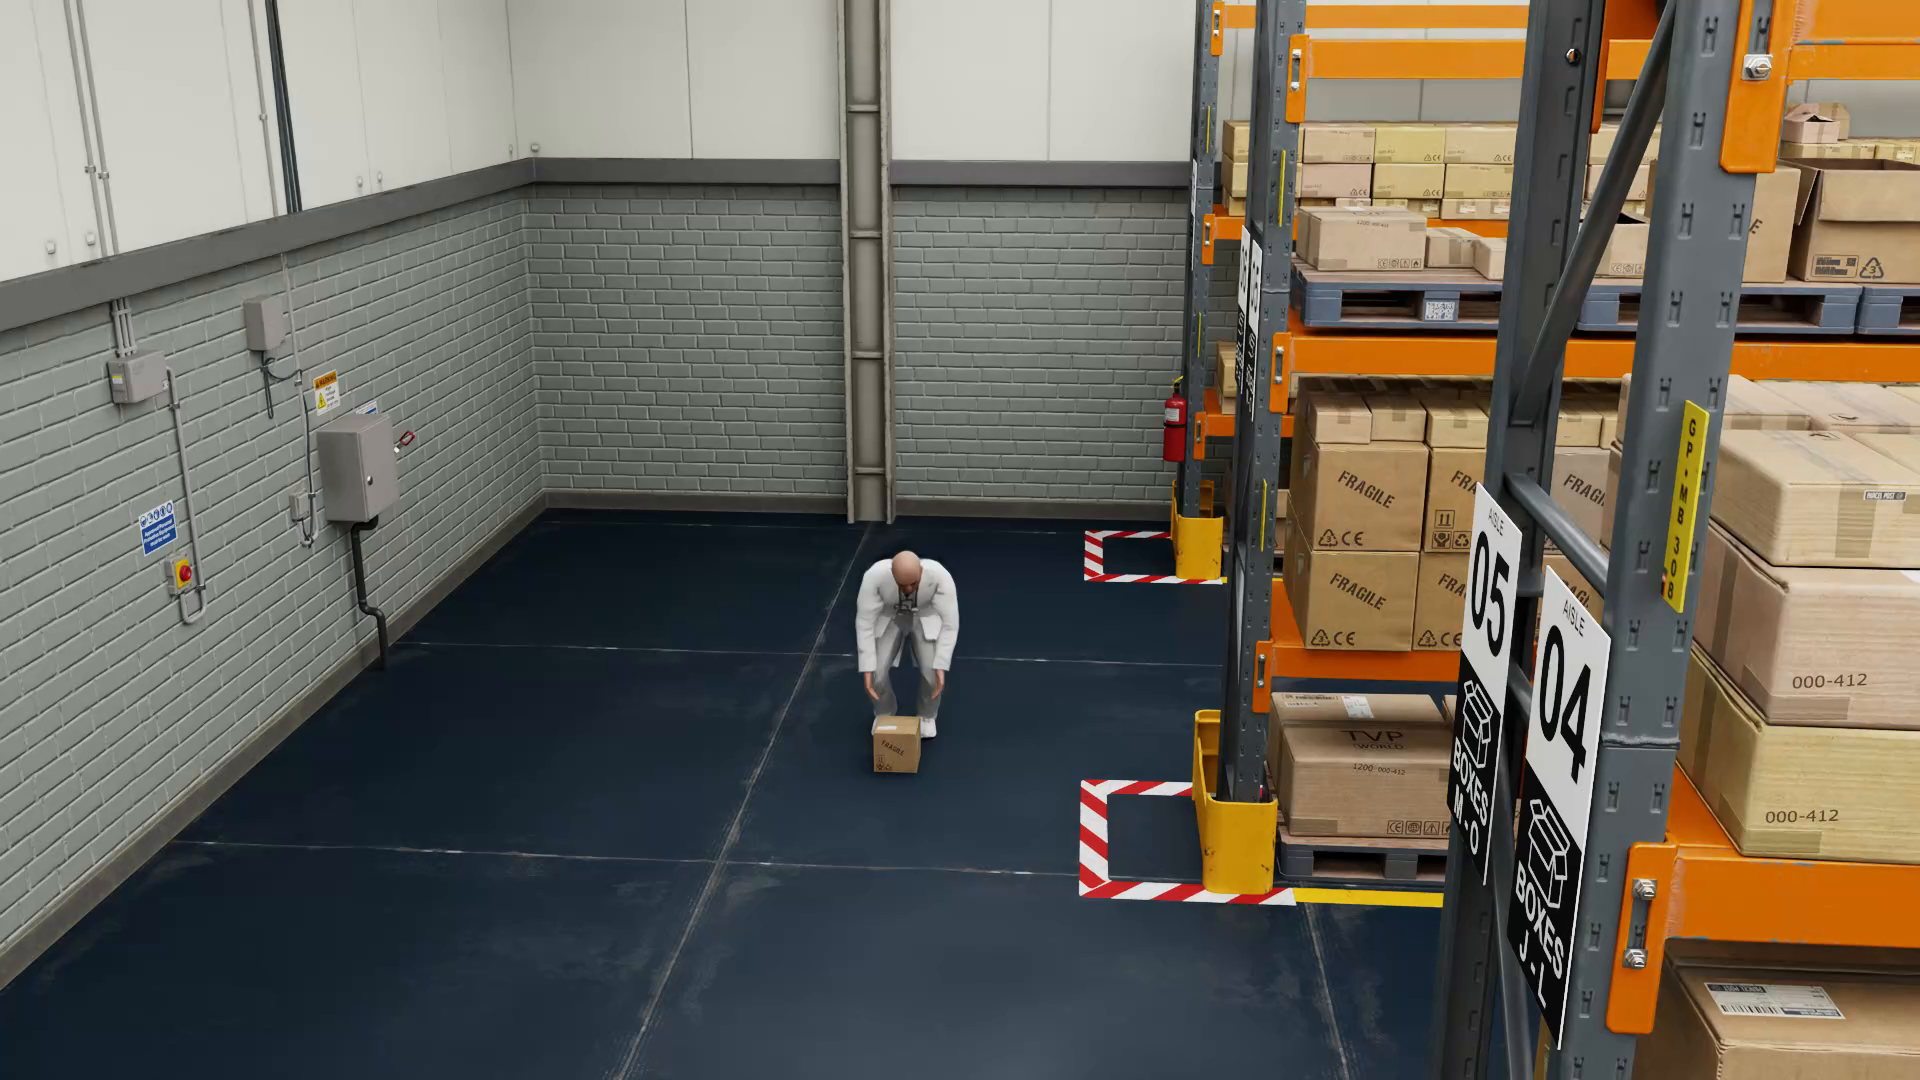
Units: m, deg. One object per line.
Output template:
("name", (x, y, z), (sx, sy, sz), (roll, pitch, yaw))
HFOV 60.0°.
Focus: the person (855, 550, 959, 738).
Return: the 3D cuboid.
("person", (-0.310, 0.591, 10.054), (0.632, 1.256, 0.793), (1, 17, 4))
